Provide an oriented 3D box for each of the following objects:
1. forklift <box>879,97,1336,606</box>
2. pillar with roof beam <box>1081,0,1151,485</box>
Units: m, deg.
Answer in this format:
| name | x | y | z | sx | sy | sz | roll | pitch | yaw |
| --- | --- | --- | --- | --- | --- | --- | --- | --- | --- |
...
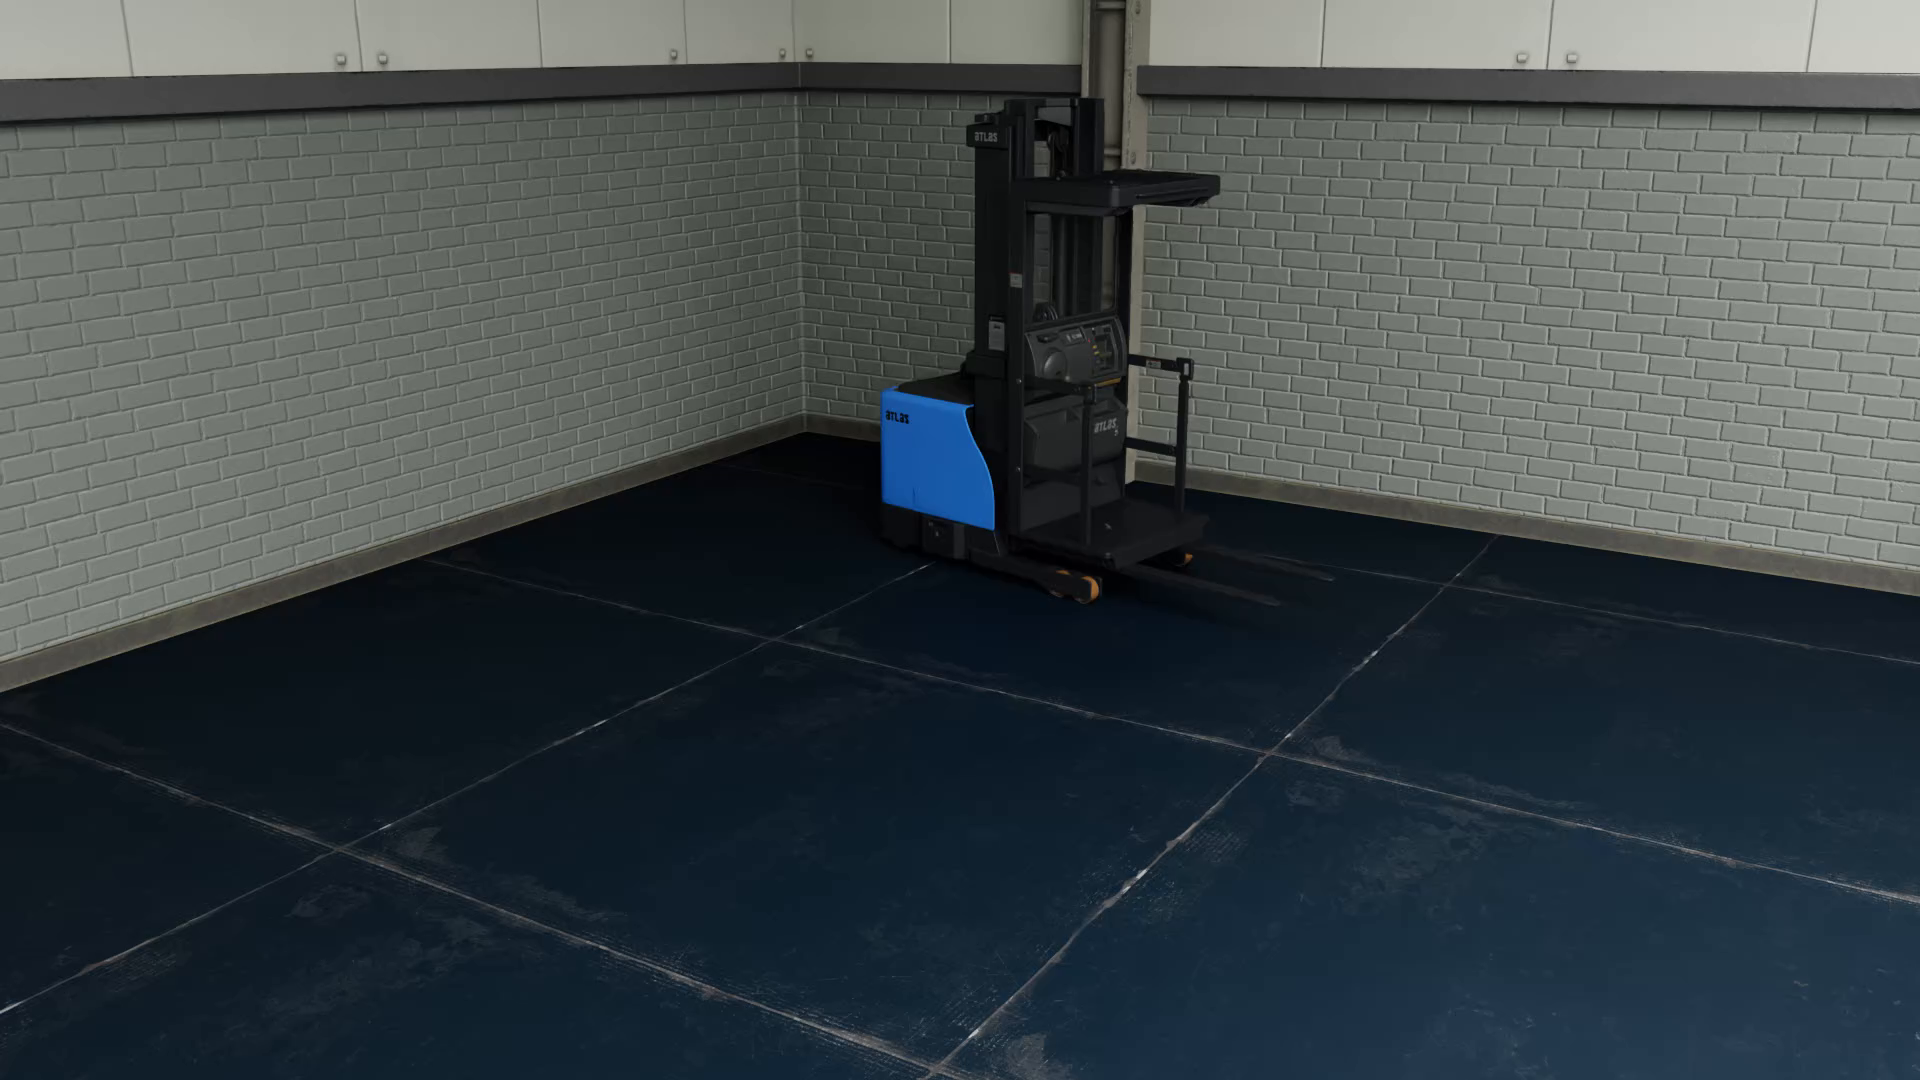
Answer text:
| name | x | y | z | sx | sy | sz | roll | pitch | yaw |
| --- | --- | --- | --- | --- | --- | --- | --- | --- | --- |
| forklift | 0.887 | -1.187 | 10.246 | 3.031 | 2.935 | 1.130 | 15 | 22 | 40 |
| pillar with roof beam | -1.131 | -3.705 | 8.094 | 0.400 | 9.000 | 9.100 | 10 | 20 | 30 |
